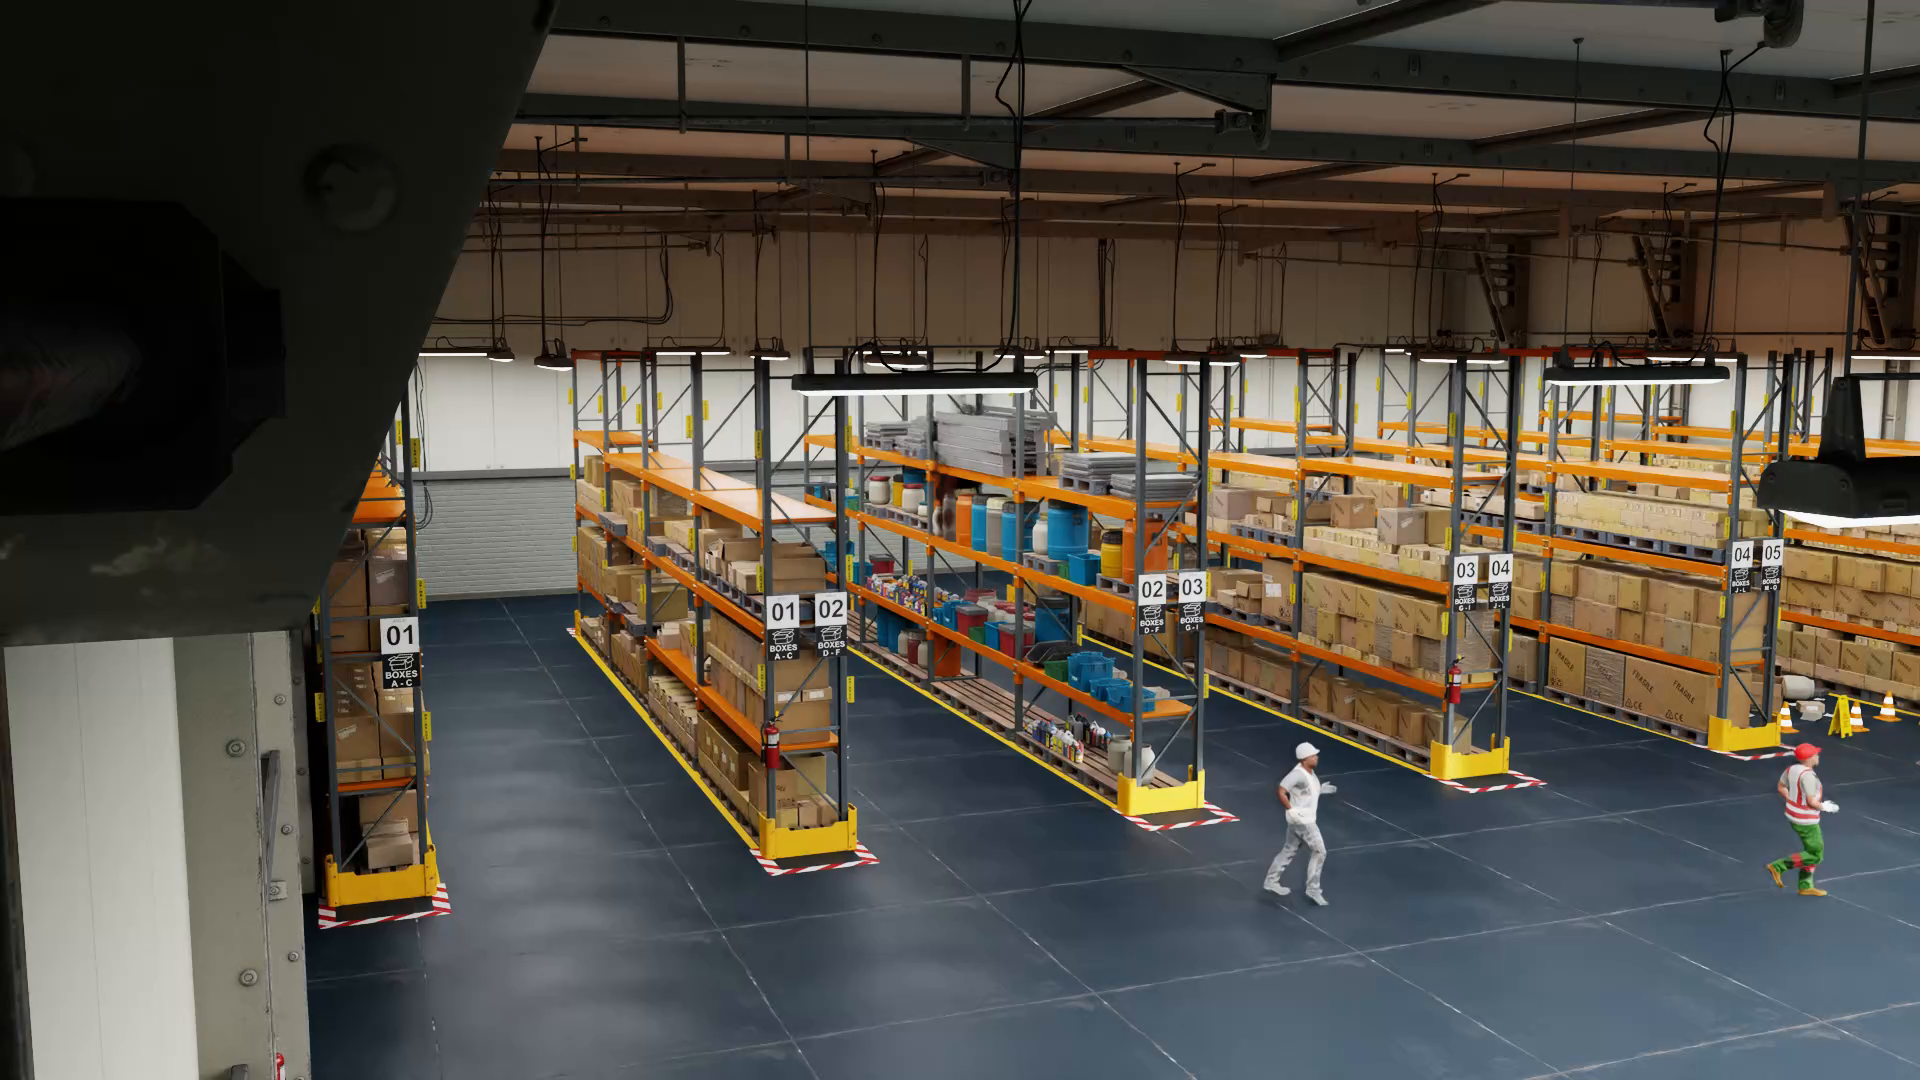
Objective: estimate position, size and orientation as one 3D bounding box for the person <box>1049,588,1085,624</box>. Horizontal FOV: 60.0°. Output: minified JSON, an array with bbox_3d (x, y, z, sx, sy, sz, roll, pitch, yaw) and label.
[{"bbox_3d":[2.065,1.376,30.891,0.639,1.743,0.651,-4,8,-32],"label":"person"}]

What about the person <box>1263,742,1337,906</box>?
[{"bbox_3d":[3.798,3.160,18.566,0.790,1.852,0.646,1,7,8],"label":"person"}]

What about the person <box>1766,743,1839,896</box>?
[{"bbox_3d":[9.451,3.142,18.720,0.712,1.748,0.656,1,7,5],"label":"person"}]
